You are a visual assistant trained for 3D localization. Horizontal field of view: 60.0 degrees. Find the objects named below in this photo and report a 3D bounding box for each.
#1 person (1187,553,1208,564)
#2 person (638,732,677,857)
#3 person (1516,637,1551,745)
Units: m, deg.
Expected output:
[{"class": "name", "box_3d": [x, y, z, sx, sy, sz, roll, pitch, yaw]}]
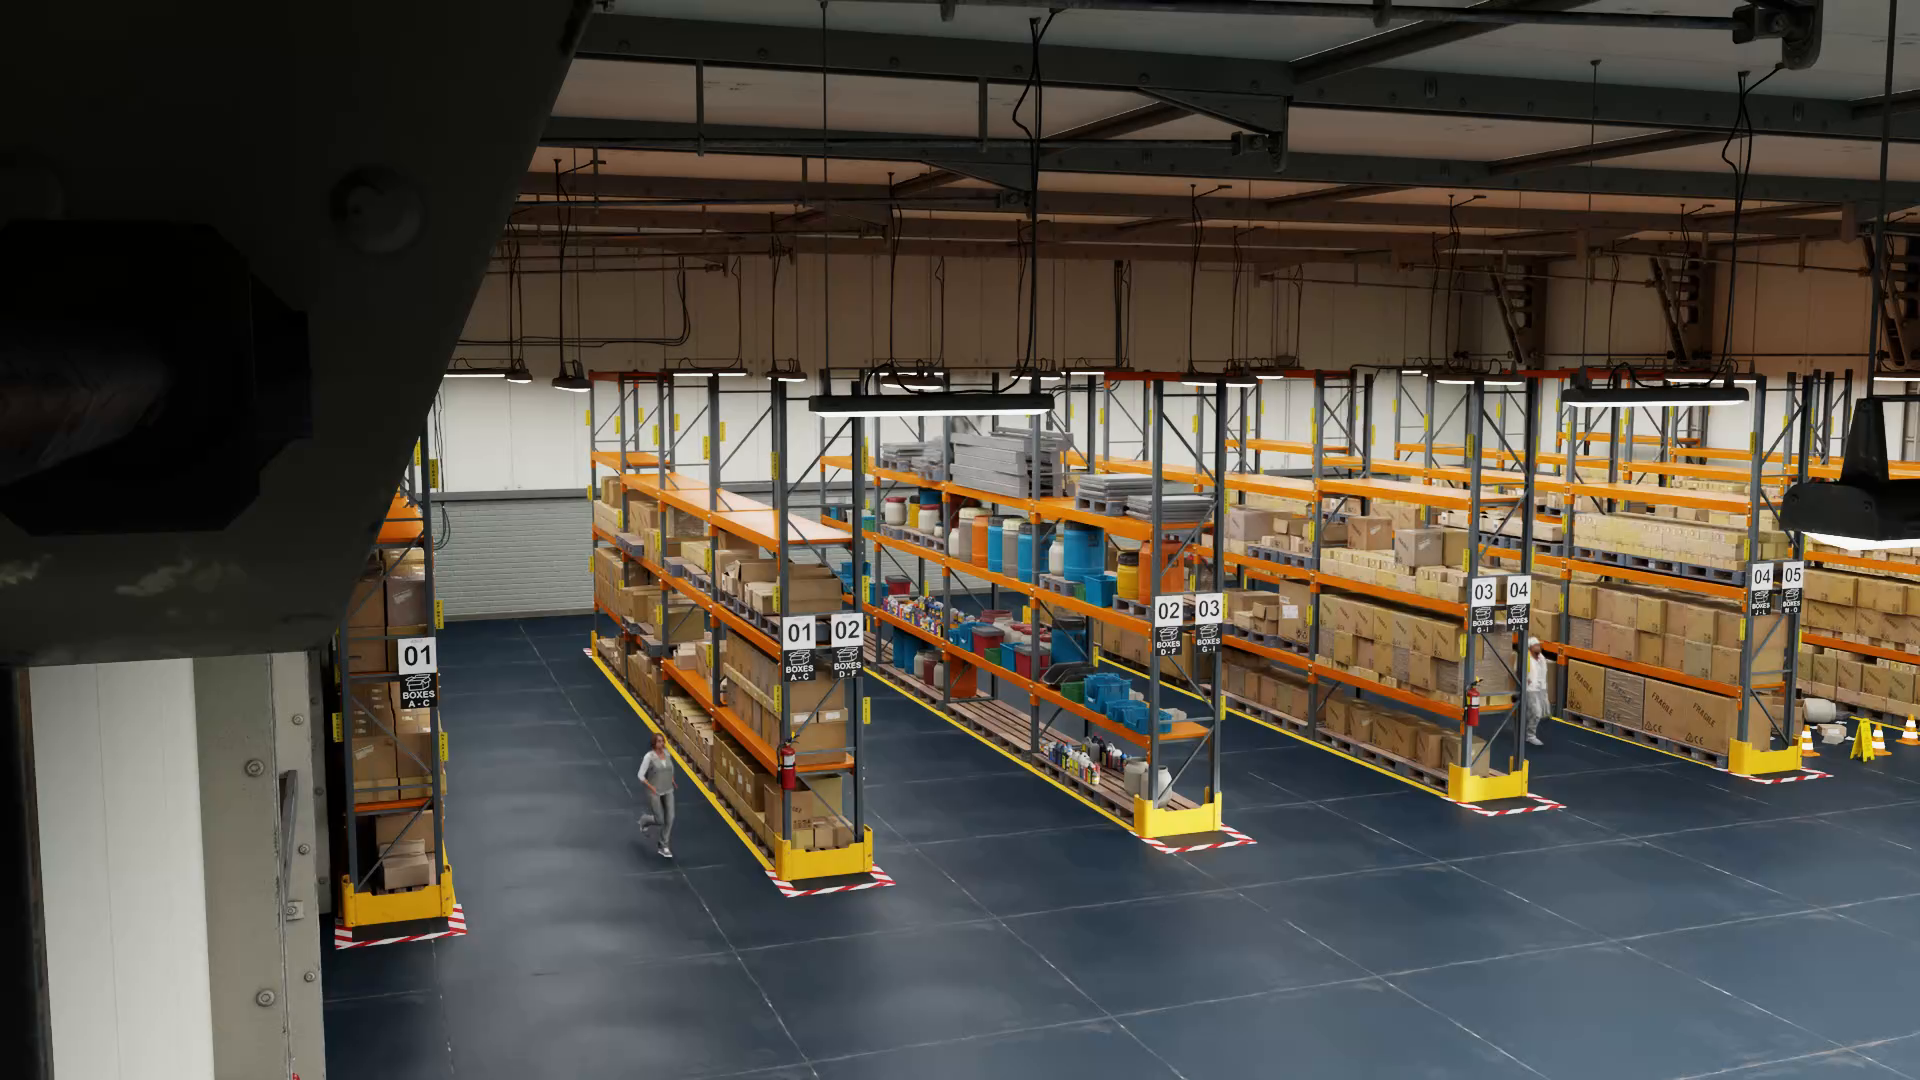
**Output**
[{"class": "person", "box_3d": [5.679, 0.962, 40.692, 0.520, 1.680, 0.737, -5, 8, -40]}, {"class": "person", "box_3d": [-3.834, 3.209, 21.125, 0.536, 1.565, 0.651, -5, 8, -40]}, {"class": "person", "box_3d": [9.343, 2.449, 27.160, 0.718, 1.739, 0.627, -5, 8, -37]}]
